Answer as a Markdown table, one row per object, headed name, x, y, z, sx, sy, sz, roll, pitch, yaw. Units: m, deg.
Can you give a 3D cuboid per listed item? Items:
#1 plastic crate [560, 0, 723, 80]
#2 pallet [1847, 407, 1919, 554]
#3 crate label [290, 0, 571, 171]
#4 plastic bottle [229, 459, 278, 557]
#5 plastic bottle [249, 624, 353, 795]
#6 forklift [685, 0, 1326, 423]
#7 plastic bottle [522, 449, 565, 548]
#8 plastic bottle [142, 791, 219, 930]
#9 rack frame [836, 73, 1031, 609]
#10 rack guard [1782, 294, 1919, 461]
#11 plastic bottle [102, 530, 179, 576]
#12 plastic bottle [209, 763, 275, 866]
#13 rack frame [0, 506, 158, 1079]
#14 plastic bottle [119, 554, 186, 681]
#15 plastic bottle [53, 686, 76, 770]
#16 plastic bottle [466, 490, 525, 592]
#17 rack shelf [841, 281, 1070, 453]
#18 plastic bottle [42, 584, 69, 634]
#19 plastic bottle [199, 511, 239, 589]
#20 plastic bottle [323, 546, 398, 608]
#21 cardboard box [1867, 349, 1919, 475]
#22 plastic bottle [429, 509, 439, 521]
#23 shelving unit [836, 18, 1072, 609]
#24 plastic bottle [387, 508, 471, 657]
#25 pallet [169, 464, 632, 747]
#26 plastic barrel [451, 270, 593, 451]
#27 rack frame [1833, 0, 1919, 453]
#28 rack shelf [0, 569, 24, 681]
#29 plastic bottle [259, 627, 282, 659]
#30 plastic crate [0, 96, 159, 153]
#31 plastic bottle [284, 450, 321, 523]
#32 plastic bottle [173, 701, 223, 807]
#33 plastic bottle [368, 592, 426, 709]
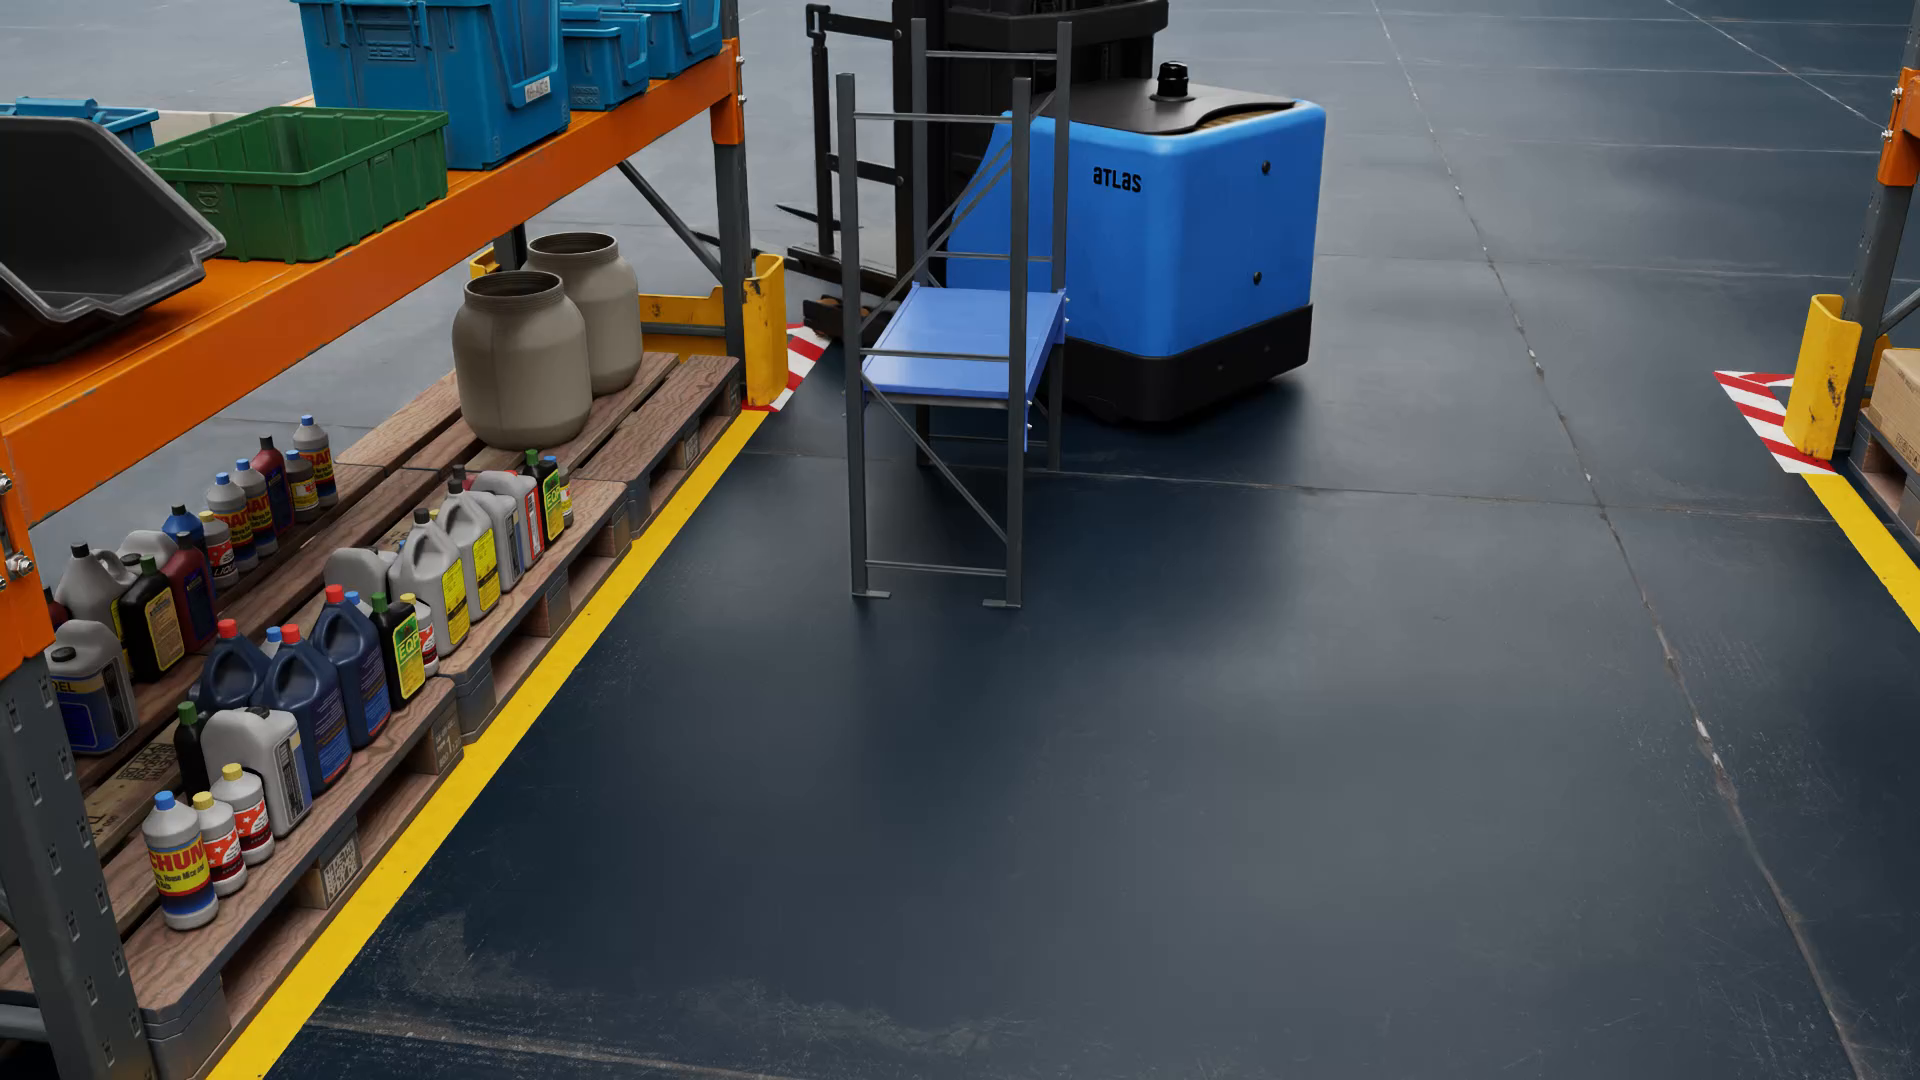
| name | x | y | z | sx | sy | sz | roll | pitch | yaw |
| --- | --- | --- | --- | --- | --- | --- | --- | --- | --- |
| plastic crate | -1.093 | -1.713 | 5.547 | 0.499 | 0.251 | 0.616 | 4 | 25 | 9 |
| pallet | 3.496 | -0.080 | 5.172 | 1.003 | 0.211 | 1.213 | 4 | 25 | 9 |
| crate label | -1.340 | -1.238 | 4.315 | 0.502 | 0.435 | 0.616 | 4 | 25 | 9 |
| plastic bottle | -1.966 | -0.094 | 4.612 | 0.097 | 0.271 | 0.097 | 0 | 25 | 0 |
| plastic bottle | -1.419 | 0.354 | 3.561 | 0.144 | 0.351 | 0.185 | 5 | 25 | 10 |
| forklift | -0.024 | -2.273 | 6.649 | 3.031 | 2.935 | 1.130 | 22 | 33 | 39 |
| plastic bottle | -1.175 | -0.131 | 4.677 | 0.061 | 0.283 | 0.133 | 5 | 25 | 10 |
| plastic bottle | -1.476 | 0.596 | 3.138 | 0.097 | 0.271 | 0.097 | 0 | 25 | 0 |
| rack frame | -0.069 | -0.502 | 4.554 | 0.500 | 1.500 | 0.032 | 4 | 25 | 9 |
| rack guard | 3.584 | -0.544 | 5.822 | 1.175 | 0.500 | 0.348 | 4 | 25 | 9 |
| plastic bottle | -2.025 | 0.124 | 4.140 | 0.152 | 0.276 | 0.135 | 4 | 25 | 9 |
| plastic bottle | -1.442 | 0.542 | 3.335 | 0.097 | 0.201 | 0.097 | 0 | 25 | 0 |
| rack frame | -1.963 | -0.338 | 2.434 | 0.949 | 2.616 | 0.053 | 4 | 25 | 9 |
| plastic bottle | -1.950 | 0.185 | 4.002 | 0.061 | 0.283 | 0.133 | 4 | 25 | 9 |
| plastic bottle | -1.997 | 0.383 | 3.498 | 0.144 | 0.351 | 0.185 | 4 | 25 | 9 |
| plastic bottle | -1.265 | -0.016 | 4.440 | 0.152 | 0.276 | 0.135 | 3 | 25 | 7 |
| rack shelf | 0.014 | -0.552 | 5.085 | 0.538 | 0.185 | 1.000 | 4 | 25 | 9 |
| plastic bottle | -2.122 | 0.253 | 3.857 | 0.061 | 0.283 | 0.133 | 6 | 26 | 12 |
| plastic bottle | -1.999 | 0.021 | 4.449 | 0.097 | 0.201 | 0.097 | 0 | 25 | 0 |
| plastic bottle | -1.469 | 0.131 | 4.125 | 0.152 | 0.276 | 0.135 | 4 | 25 | 9 |
| cardboard box | 3.273 | -0.402 | 5.318 | 0.500 | 0.250 | 0.500 | 4 | 25 | 9 |
| plastic bottle | -1.391 | 0.017 | 4.458 | 0.097 | 0.201 | 0.097 | 0 | 25 | 0 |
| shelving unit | 0.014 | -0.715 | 5.008 | 0.538 | 1.500 | 1.048 | 4 | 25 | 9 |
| plastic bottle | -1.319 | 0.097 | 4.110 | 0.144 | 0.351 | 0.185 | 4 | 25 | 8 |
| pallet | -1.612 | 0.135 | 4.712 | 1.003 | 0.211 | 1.213 | 4 | 25 | 9 |
| plastic barrel | -1.420 | -0.584 | 5.398 | 0.421 | 0.512 | 0.421 | 0 | 25 | 0 |
| rack frame | 3.580 | -1.666 | 5.271 | 1.000 | 3.000 | 0.127 | 4 | 25 | 9 |
| rack shelf | -2.287 | 0.825 | 0.799 | 1.077 | 0.370 | 4.000 | 4 | 25 | 9 |
| plastic bottle | -1.514 | 0.321 | 3.726 | 0.097 | 0.271 | 0.097 | 0 | 25 | 0 |
| plastic crate | -2.047 | -0.752 | 3.494 | 0.499 | 0.251 | 0.616 | 4 | 25 | 9 |
| plastic bottle | -1.927 | -0.163 | 4.841 | 0.097 | 0.201 | 0.097 | 0 | 25 | 0 |
| plastic bottle | -1.555 | 0.446 | 3.444 | 0.061 | 0.283 | 0.133 | 4 | 25 | 9 |
| plastic bottle | -1.320 | 0.239 | 3.886 | 0.061 | 0.283 | 0.133 | 5 | 26 | 11 |
